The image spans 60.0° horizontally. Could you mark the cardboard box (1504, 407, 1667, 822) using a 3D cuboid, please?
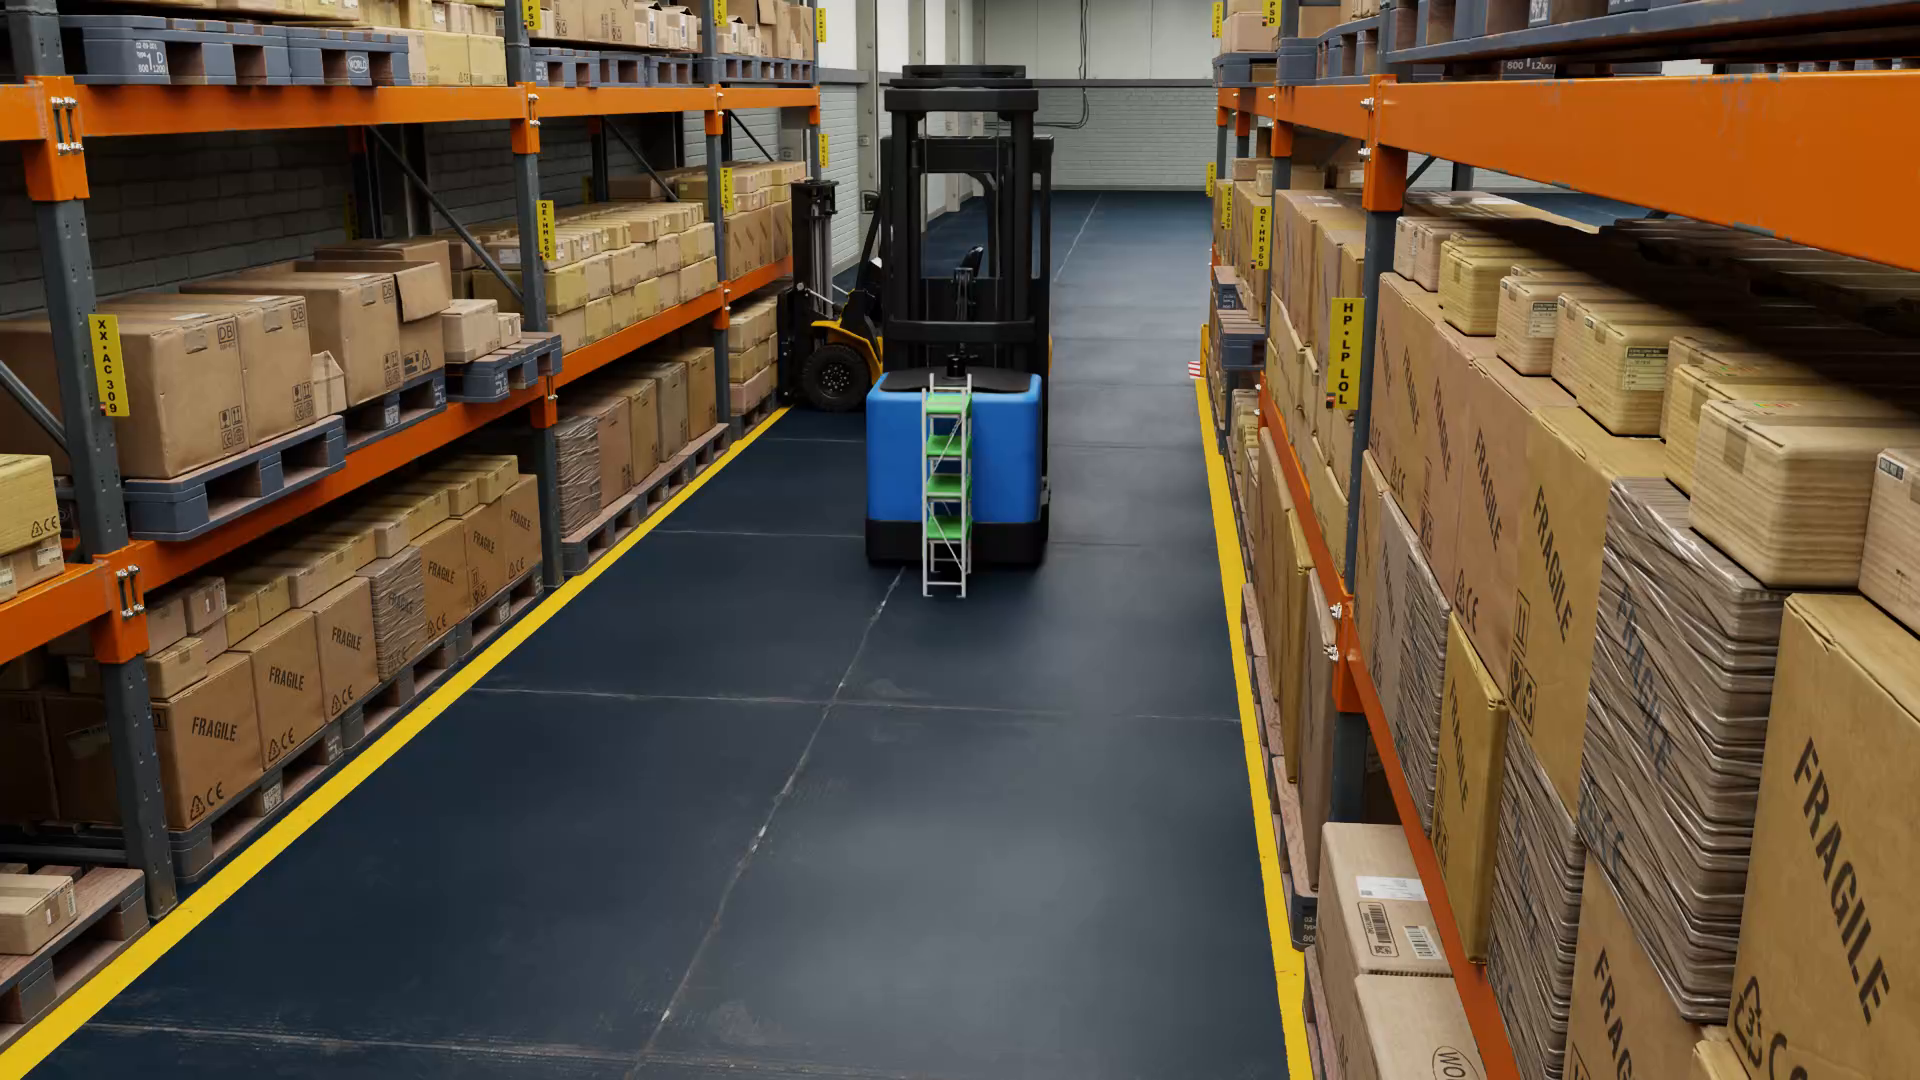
[{"bbox_3d":[1.123,0.102,2.432,0.500,0.500,0.500,2,15,6],"label":"cardboard box"}]

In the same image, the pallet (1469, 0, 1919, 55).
[{"bbox_3d":[1.425,-0.886,2.615,1.003,0.211,1.213,2,15,6],"label":"pallet"}]

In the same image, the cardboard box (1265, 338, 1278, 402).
[{"bbox_3d":[1.814,-0.854,8.360,0.500,0.250,0.500,1,15,5],"label":"cardboard box"}]

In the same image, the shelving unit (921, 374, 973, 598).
[{"bbox_3d":[-0.072,-0.317,9.536,0.258,1.200,0.503,1,15,4],"label":"shelving unit"}]

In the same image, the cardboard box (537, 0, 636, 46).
[{"bbox_3d":[-2.375,-3.383,10.491,0.500,0.500,0.500,2,15,8],"label":"cardboard box"}]

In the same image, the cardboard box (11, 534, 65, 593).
[{"bbox_3d":[-3.050,0.058,5.182,0.380,0.149,0.250,2,15,7],"label":"cardboard box"}]

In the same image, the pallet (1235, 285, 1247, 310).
[{"bbox_3d":[2.302,-1.468,10.710,1.003,0.211,1.213,2,15,6],"label":"pallet"}]

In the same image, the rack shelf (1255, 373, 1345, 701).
[{"bbox_3d":[1.893,-0.180,6.958,1.077,0.370,4.000,2,15,6],"label":"rack shelf"}]

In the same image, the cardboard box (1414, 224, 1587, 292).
[{"bbox_3d":[1.361,-0.711,4.195,0.380,0.149,0.250,2,15,7],"label":"cardboard box"}]

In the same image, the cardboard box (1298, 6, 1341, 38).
[{"bbox_3d":[2.236,-2.787,9.286,0.700,0.500,0.500,2,15,6],"label":"cardboard box"}]

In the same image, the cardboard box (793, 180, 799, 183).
[{"bbox_3d":[-1.761,-3.396,16.041,0.380,0.149,0.250,2,15,7],"label":"cardboard box"}]

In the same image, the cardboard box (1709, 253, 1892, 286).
[{"bbox_3d":[1.770,-0.501,3.419,0.380,0.149,0.250,2,15,6],"label":"cardboard box"}]

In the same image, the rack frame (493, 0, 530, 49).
[{"bbox_3d":[-2.814,-4.087,8.536,1.000,3.000,0.127,2,15,6],"label":"rack frame"}]

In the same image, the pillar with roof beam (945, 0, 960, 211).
[{"bbox_3d":[4.101,-12.105,38.191,9.100,9.000,0.400,2,15,6],"label":"pillar with roof beam"}]

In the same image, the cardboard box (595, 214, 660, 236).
[{"bbox_3d":[-2.295,-2.162,11.477,0.380,0.149,0.250,2,15,7],"label":"cardboard box"}]

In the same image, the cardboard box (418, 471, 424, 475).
[{"bbox_3d":[-3.140,-0.086,9.217,0.500,0.500,0.500,2,15,8],"label":"cardboard box"}]

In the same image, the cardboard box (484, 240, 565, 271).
[{"bbox_3d":[-2.485,-1.626,9.495,0.380,0.149,0.250,2,15,8],"label":"cardboard box"}]

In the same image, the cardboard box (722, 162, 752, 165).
[{"bbox_3d":[-2.253,-3.623,16.309,0.380,0.149,0.250,2,15,8],"label":"cardboard box"}]

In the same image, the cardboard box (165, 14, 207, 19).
[{"bbox_3d":[-3.243,-2.151,6.610,0.380,0.149,0.250,2,15,7],"label":"cardboard box"}]

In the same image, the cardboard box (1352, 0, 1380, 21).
[{"bbox_3d":[1.558,-1.851,5.379,0.500,0.311,0.500,2,15,6],"label":"cardboard box"}]

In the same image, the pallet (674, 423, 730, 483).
[{"bbox_3d":[-2.407,-0.690,12.809,1.003,0.211,1.213,2,15,6],"label":"pallet"}]

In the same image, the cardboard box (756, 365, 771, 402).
[{"bbox_3d":[-1.937,-1.351,14.377,0.500,0.250,0.500,1,15,5],"label":"cardboard box"}]

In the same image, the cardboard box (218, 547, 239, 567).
[{"bbox_3d":[-3.406,0.097,7.300,0.380,0.149,0.250,2,15,7],"label":"cardboard box"}]

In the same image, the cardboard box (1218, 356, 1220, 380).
[{"bbox_3d":[2.426,-1.614,13.910,0.500,0.500,0.500,2,15,7],"label":"cardboard box"}]

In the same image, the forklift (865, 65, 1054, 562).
[{"bbox_3d":[0.054,-1.615,11.018,1.130,2.935,3.031,1,15,4],"label":"forklift"}]

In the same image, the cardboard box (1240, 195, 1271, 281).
[{"bbox_3d":[1.997,-1.832,10.123,0.500,0.500,0.500,1,15,2],"label":"cardboard box"}]

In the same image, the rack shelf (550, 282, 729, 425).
[{"bbox_3d":[-2.588,-1.362,11.331,1.077,0.370,4.000,2,15,6],"label":"rack shelf"}]

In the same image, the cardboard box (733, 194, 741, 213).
[{"bbox_3d":[-2.036,-2.800,13.837,0.380,0.149,0.250,2,15,6],"label":"cardboard box"}]

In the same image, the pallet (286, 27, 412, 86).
[{"bbox_3d":[-3.008,-1.947,6.729,1.213,0.211,1.003,2,15,6],"label":"pallet"}]

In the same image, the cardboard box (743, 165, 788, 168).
[{"bbox_3d":[-1.843,-3.476,15.765,0.380,0.149,0.250,2,15,7],"label":"cardboard box"}]

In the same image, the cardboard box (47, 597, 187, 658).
[{"bbox_3d":[-3.020,0.307,5.952,0.380,0.149,0.250,1,15,5],"label":"cardboard box"}]

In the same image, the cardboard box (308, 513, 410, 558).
[{"bbox_3d":[-2.795,-0.021,7.736,0.380,0.149,0.250,1,15,4],"label":"cardboard box"}]

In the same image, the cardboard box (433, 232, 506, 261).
[{"bbox_3d":[-2.970,-1.779,10.060,0.380,0.149,0.250,2,15,6],"label":"cardboard box"}]

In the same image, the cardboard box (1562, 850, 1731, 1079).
[{"bbox_3d":[1.079,0.718,2.067,0.500,0.500,0.500,1,15,5],"label":"cardboard box"}]

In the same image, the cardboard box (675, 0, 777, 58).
[{"bbox_3d":[-2.038,-4.479,14.540,0.797,0.503,0.637,2,15,8],"label":"cardboard box"}]

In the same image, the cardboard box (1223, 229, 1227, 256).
[{"bbox_3d":[2.479,-2.666,14.013,0.500,0.500,0.500,2,15,8],"label":"cardboard box"}]

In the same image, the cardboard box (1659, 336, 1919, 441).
[{"bbox_3d":[1.177,-0.180,2.230,0.380,0.149,0.250,2,15,6],"label":"cardboard box"}]

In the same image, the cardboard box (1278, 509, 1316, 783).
[{"bbox_3d":[1.752,0.417,6.639,0.875,0.875,0.875,2,15,8],"label":"cardboard box"}]

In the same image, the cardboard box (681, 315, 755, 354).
[{"bbox_3d":[-1.996,-1.702,13.759,0.500,0.250,0.500,1,15,5],"label":"cardboard box"}]

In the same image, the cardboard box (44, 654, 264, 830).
[{"bbox_3d":[-2.987,0.732,6.194,0.500,0.500,0.500,2,15,9],"label":"cardboard box"}]

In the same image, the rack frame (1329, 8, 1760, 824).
[{"bbox_3d":[1.667,-0.008,4.945,1.000,3.000,0.127,2,15,6],"label":"rack frame"}]

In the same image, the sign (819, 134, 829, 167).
[{"bbox_3d":[-1.373,-3.919,16.738,0.100,0.325,0.005,2,15,6],"label":"sign"}]

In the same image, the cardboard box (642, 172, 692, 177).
[{"bbox_3d":[-2.525,-3.091,14.343,0.380,0.149,0.250,1,15,5],"label":"cardboard box"}]

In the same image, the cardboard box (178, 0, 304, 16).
[{"bbox_3d":[-2.723,-2.062,6.279,0.380,0.149,0.250,2,15,6],"label":"cardboard box"}]

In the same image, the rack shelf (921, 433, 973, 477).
[{"bbox_3d":[-0.072,-0.487,9.490,0.258,0.148,0.480,1,15,4],"label":"rack shelf"}]

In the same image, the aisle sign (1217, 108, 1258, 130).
[{"bbox_3d":[2.721,-4.401,16.209,0.394,0.787,0.004,2,15,6],"label":"aisle sign"}]

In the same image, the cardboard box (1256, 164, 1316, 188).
[{"bbox_3d":[2.145,-2.394,10.962,0.380,0.149,0.250,3,15,9],"label":"cardboard box"}]

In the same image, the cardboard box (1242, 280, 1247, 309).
[{"bbox_3d":[1.918,-1.494,10.118,0.380,0.149,0.250,2,15,7],"label":"cardboard box"}]

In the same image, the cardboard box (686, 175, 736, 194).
[{"bbox_3d":[-2.072,-2.944,13.799,0.380,0.149,0.250,1,15,5],"label":"cardboard box"}]

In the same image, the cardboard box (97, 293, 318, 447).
[{"bbox_3d":[-2.930,-0.658,6.351,0.700,0.500,0.500,2,15,7],"label":"cardboard box"}]

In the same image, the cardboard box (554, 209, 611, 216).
[{"bbox_3d":[-2.735,-2.305,12.006,0.380,0.149,0.250,2,15,6],"label":"cardboard box"}]

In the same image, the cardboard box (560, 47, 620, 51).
[{"bbox_3d":[-2.653,-3.592,11.937,0.380,0.149,0.250,2,15,6],"label":"cardboard box"}]

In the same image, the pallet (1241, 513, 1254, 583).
[{"bbox_3d":[2.208,0.098,9.896,1.003,0.211,1.213,2,15,6],"label":"pallet"}]

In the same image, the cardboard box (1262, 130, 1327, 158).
[{"bbox_3d":[2.967,-3.264,14.311,0.700,0.500,0.500,2,15,6],"label":"cardboard box"}]

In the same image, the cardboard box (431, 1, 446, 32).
[{"bbox_3d":[-2.718,-2.526,8.033,0.380,0.149,0.250,2,15,8],"label":"cardboard box"}]

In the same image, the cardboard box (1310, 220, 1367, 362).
[{"bbox_3d":[1.596,-0.928,6.239,0.500,0.500,0.500,2,15,8],"label":"cardboard box"}]

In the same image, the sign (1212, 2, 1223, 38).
[{"bbox_3d":[2.482,-5.006,16.009,0.100,0.325,0.005,2,15,6],"label":"sign"}]

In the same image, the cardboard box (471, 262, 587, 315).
[{"bbox_3d":[-2.496,-1.467,9.670,0.500,0.250,0.500,2,15,6],"label":"cardboard box"}]
